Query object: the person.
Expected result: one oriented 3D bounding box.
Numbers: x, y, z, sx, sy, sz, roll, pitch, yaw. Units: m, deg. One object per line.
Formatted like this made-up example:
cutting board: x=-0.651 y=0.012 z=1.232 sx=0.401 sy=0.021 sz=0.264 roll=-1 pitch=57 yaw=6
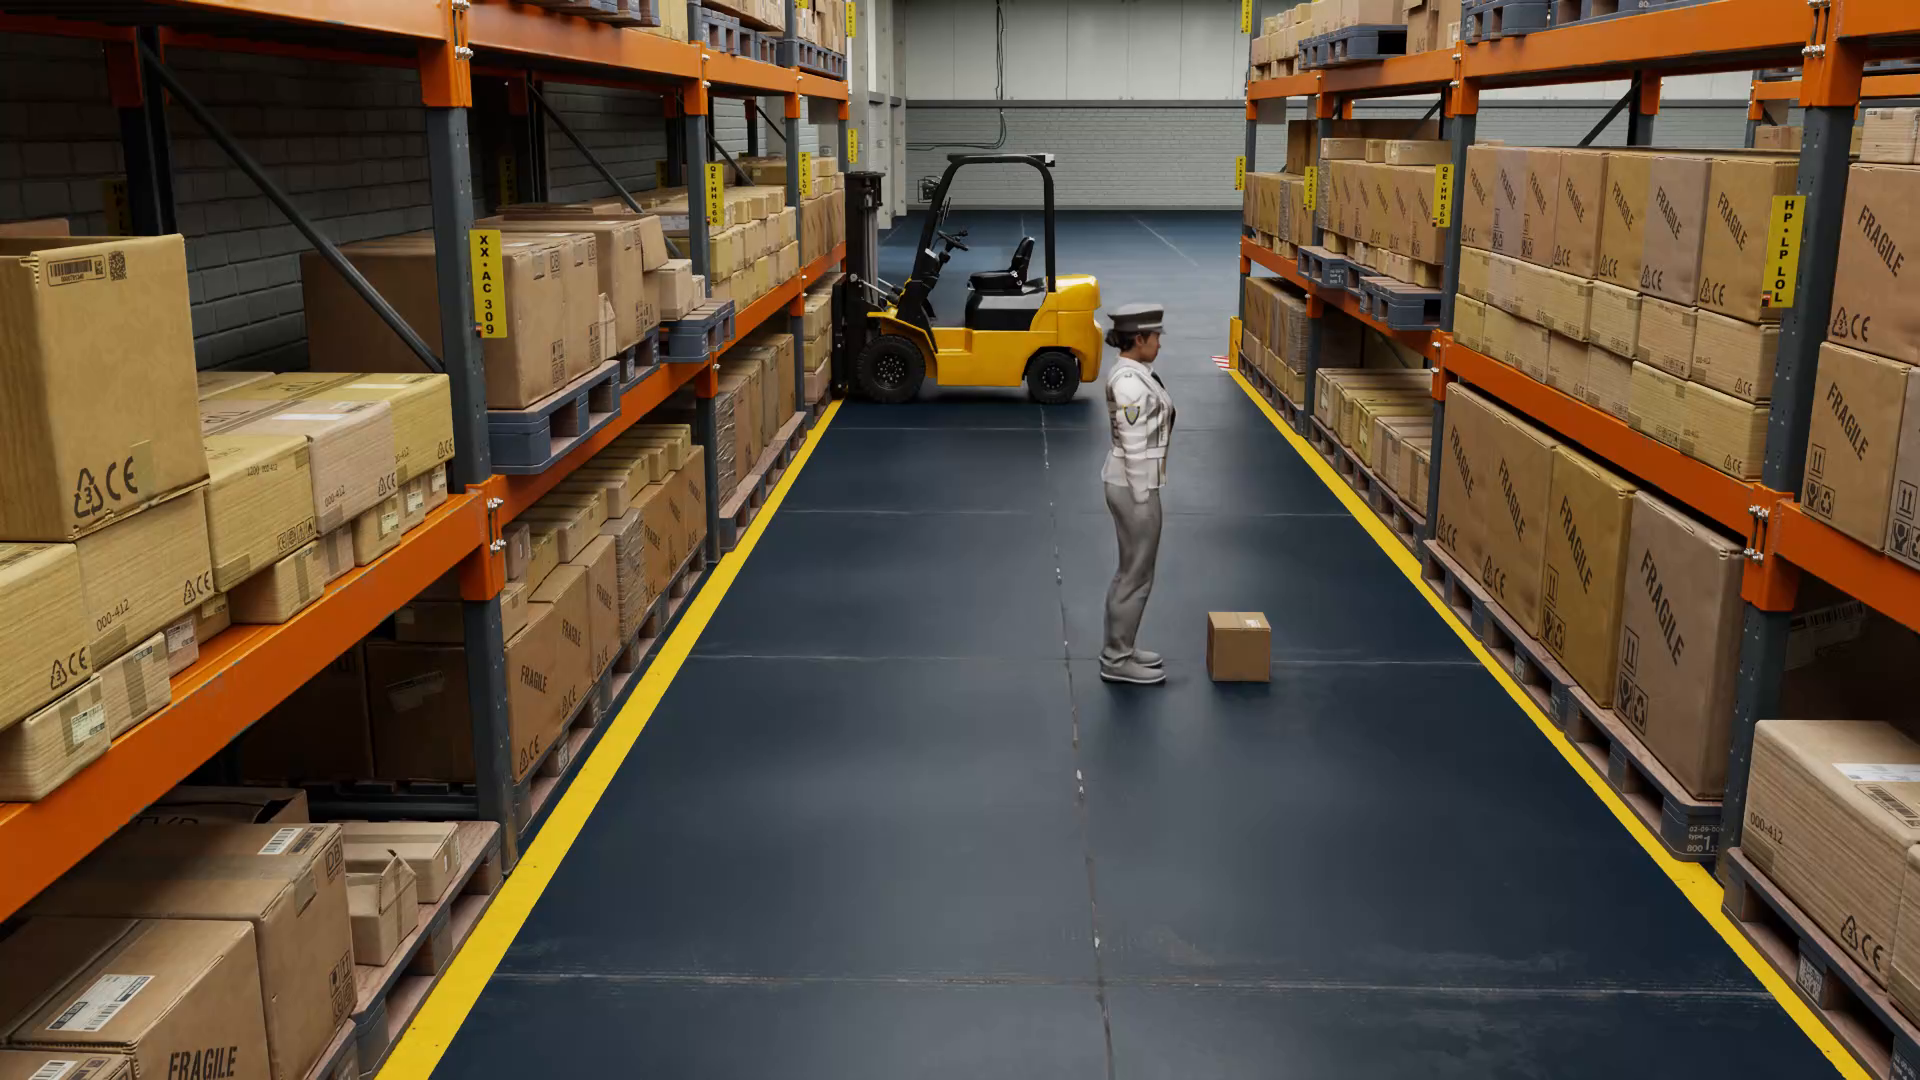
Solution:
person: x=0.784 y=-0.209 z=7.347 sx=0.329 sy=1.664 sz=0.468 roll=1 pitch=14 yaw=3
